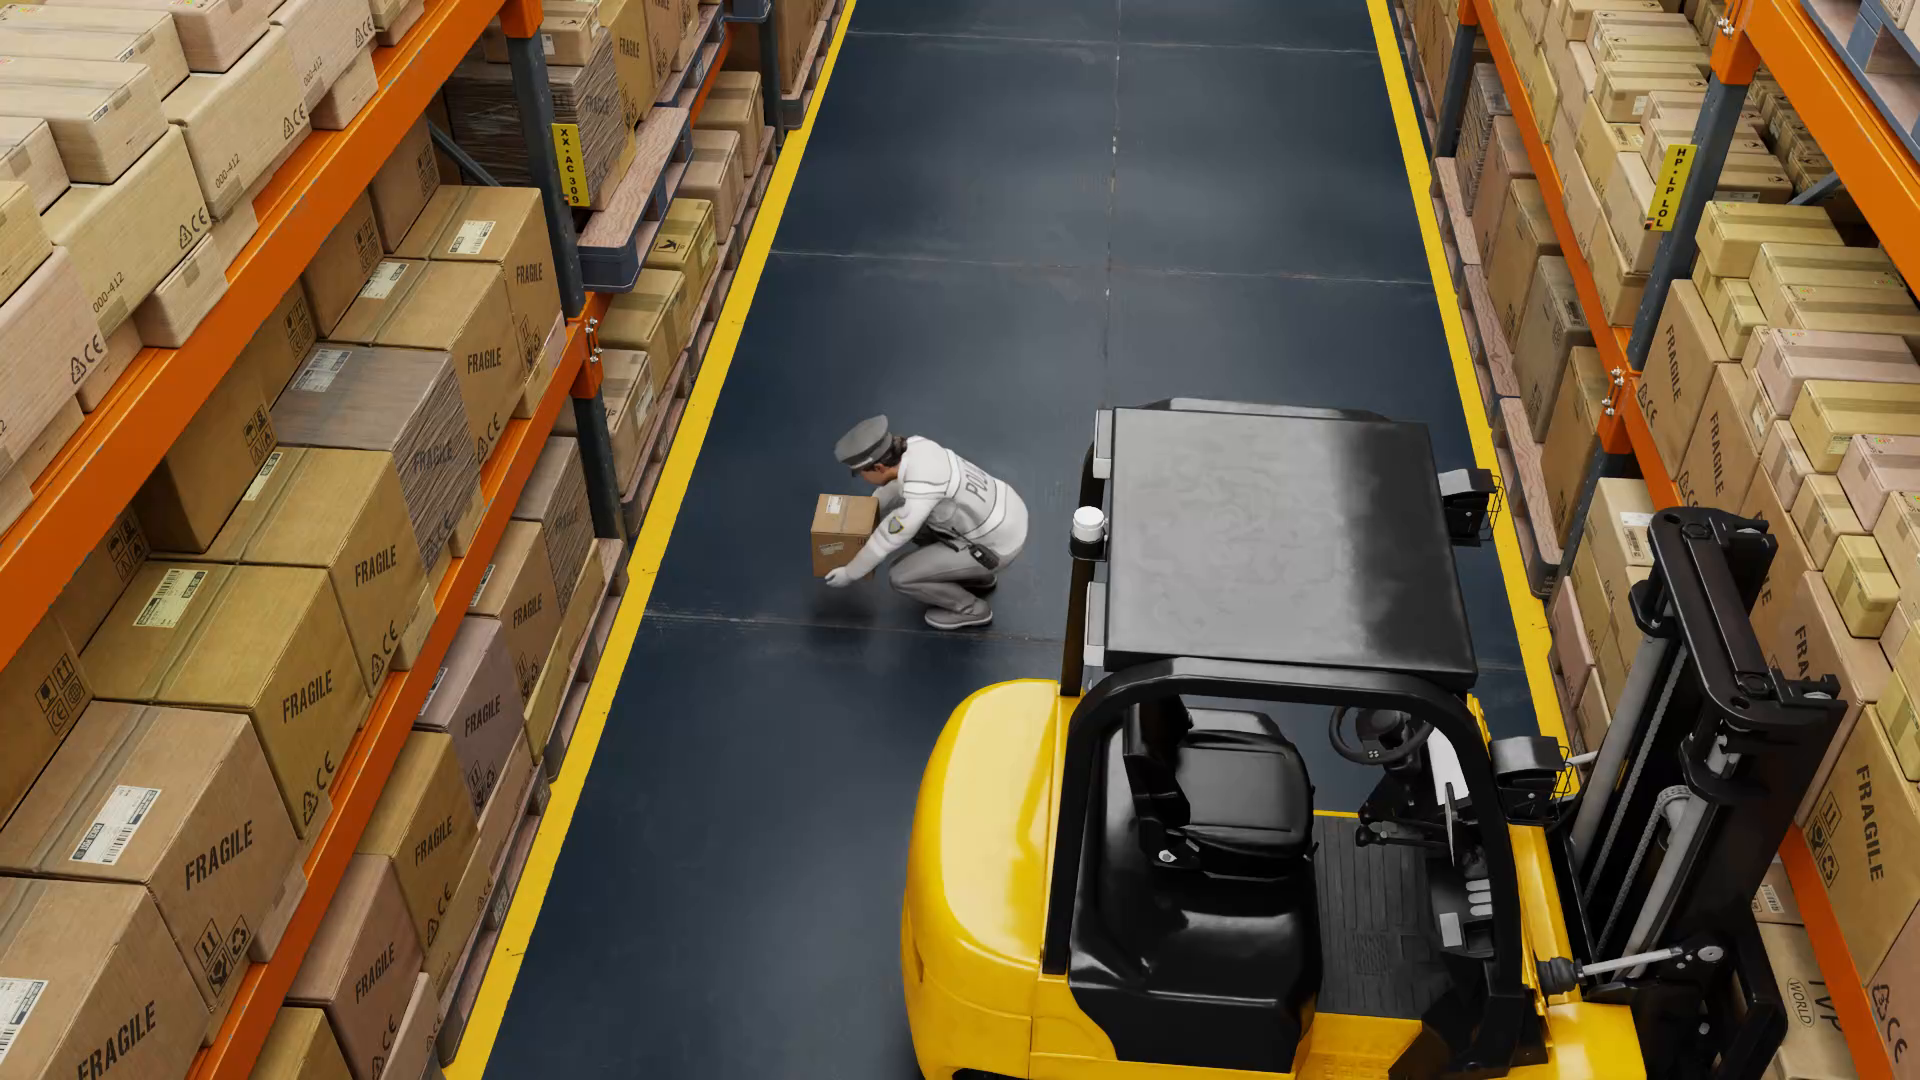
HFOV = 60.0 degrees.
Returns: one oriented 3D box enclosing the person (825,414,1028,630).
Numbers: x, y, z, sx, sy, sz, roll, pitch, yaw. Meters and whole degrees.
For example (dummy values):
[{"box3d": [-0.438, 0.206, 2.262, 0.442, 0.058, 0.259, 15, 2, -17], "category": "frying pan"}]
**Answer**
[{"box3d": [-0.137, -0.100, 6.839, 0.830, 0.948, 0.495, 3, 40, 4], "category": "person"}]
